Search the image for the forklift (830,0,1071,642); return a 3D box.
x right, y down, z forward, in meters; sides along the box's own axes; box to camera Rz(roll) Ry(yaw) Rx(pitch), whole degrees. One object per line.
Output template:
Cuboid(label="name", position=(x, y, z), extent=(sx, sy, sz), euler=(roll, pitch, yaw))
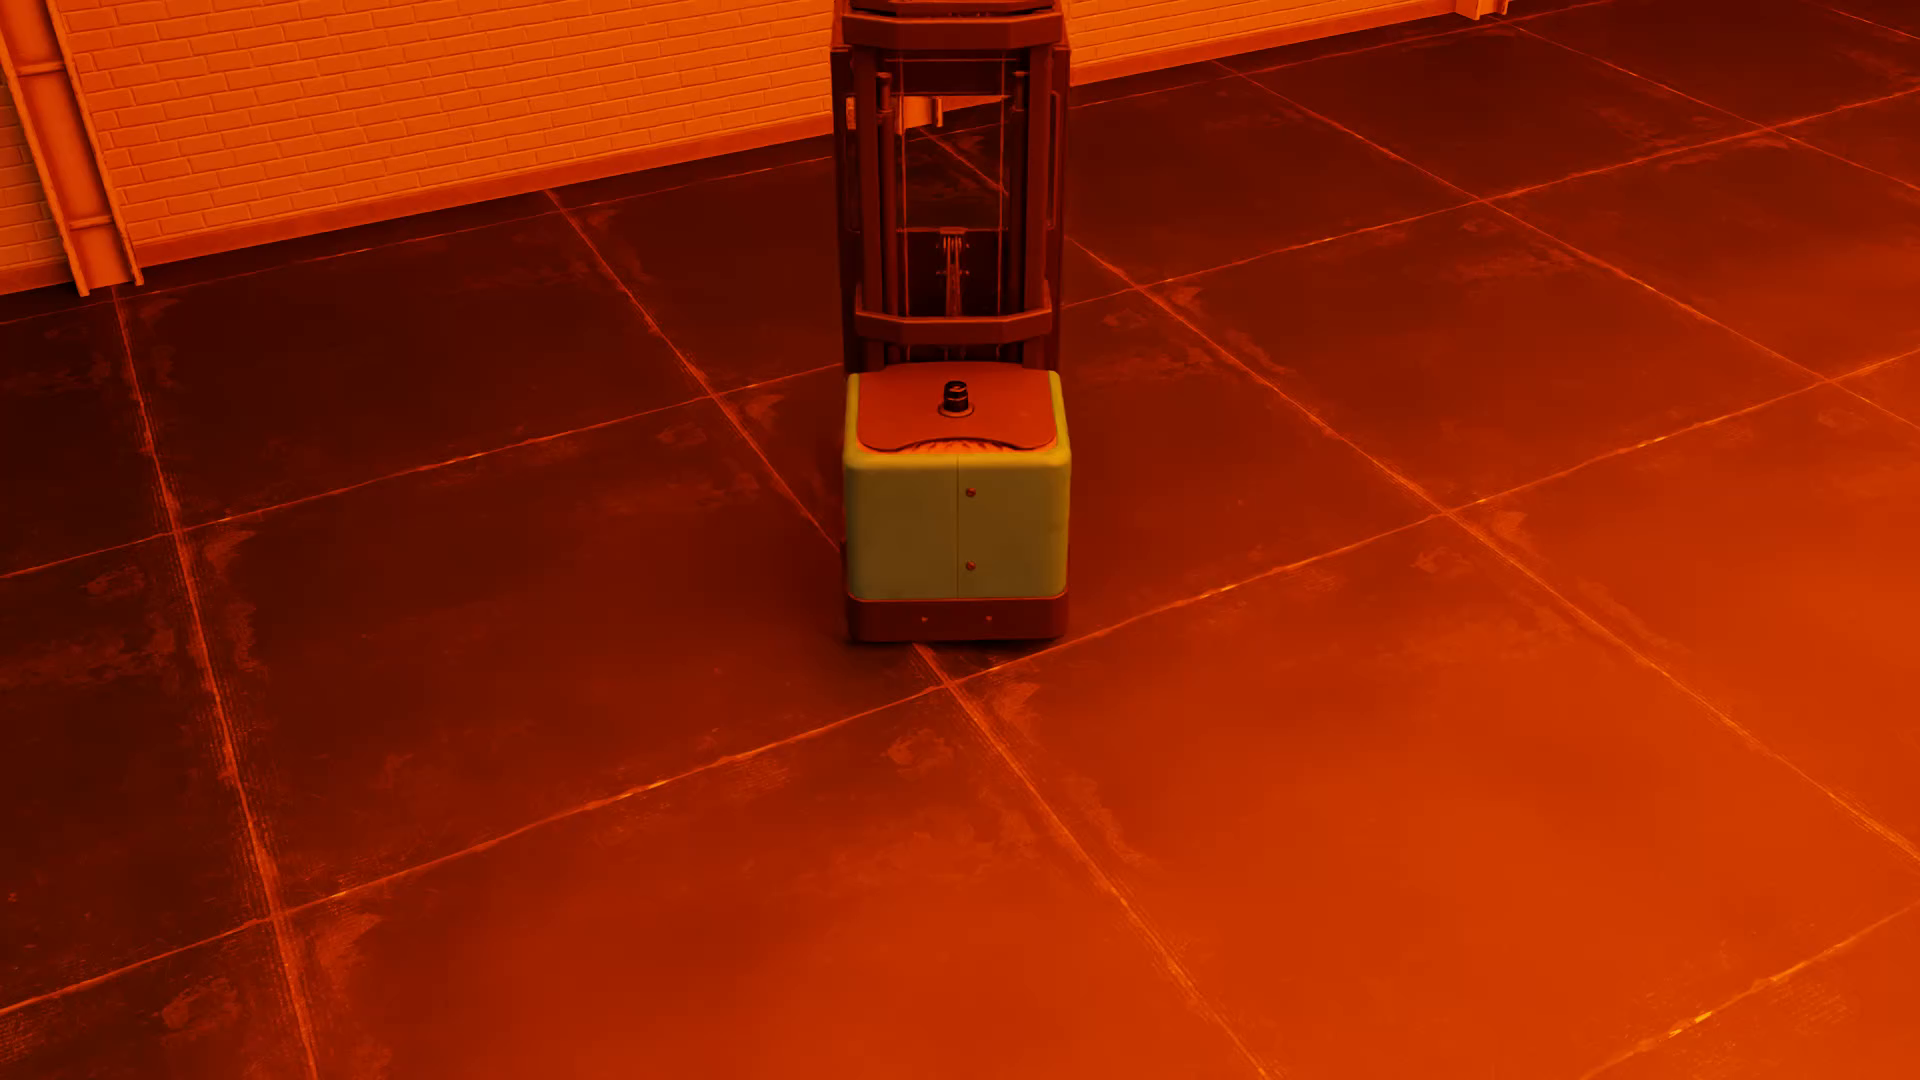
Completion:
Cuboid(label="forklift", position=(-0.051, -1.537, 8.298), extent=(1.130, 2.935, 3.031), euler=(-1, 35, -1))
